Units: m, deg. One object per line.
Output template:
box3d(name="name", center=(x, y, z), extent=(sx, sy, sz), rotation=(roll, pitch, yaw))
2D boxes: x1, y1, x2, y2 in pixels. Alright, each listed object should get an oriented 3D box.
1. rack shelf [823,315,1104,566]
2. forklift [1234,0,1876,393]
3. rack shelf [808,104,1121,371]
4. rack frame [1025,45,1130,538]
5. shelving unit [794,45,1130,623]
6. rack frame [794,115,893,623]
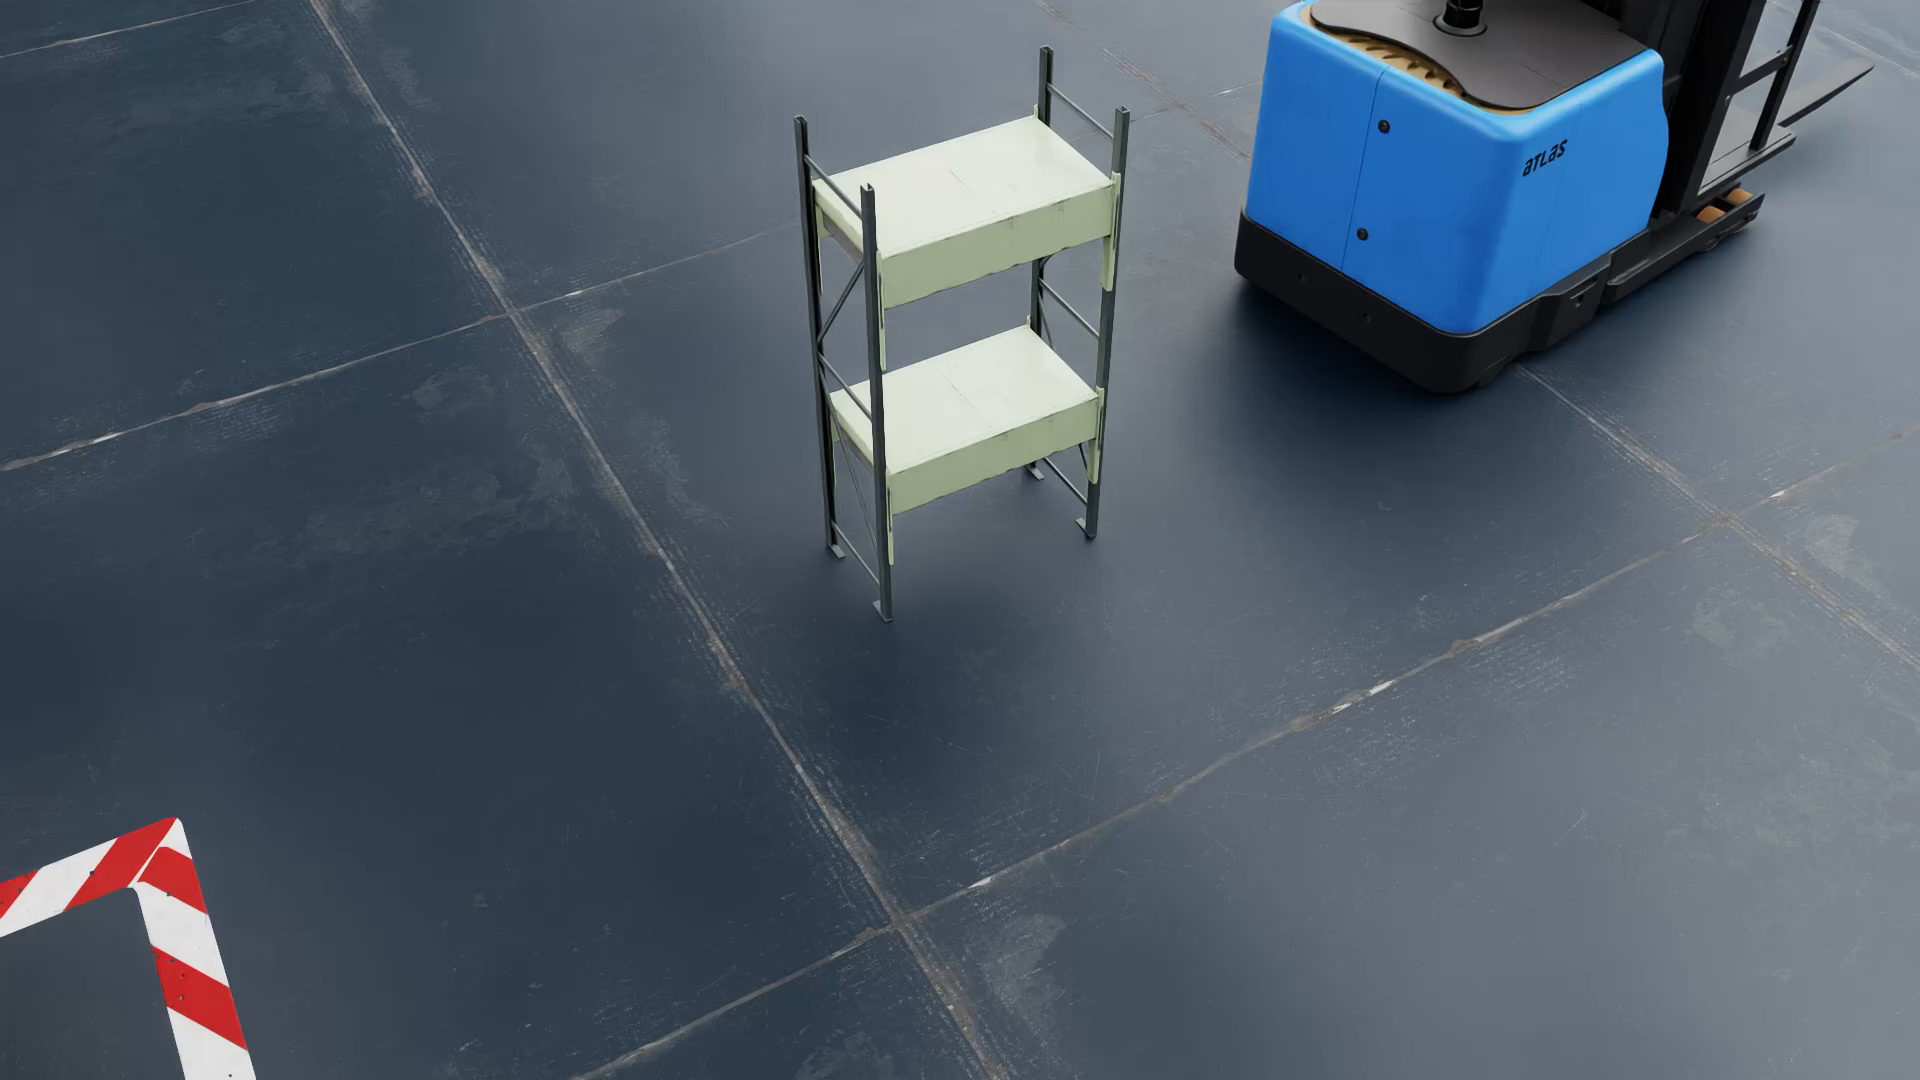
box3d(name="rack shelf", center=(0.006, -0.307, 4.957), extent=(0.720, 0.370, 0.431), rotation=(-22, 48, -21))
box3d(name="forklift", center=(2.480, -2.420, 5.639), extent=(3.031, 2.935, 1.130), rotation=(-30, 51, -27))
box3d(name="rack shelf", center=(0.006, -0.821, 4.458), extent=(0.720, 0.370, 0.431), rotation=(-22, 48, -21))
box3d(name="rack frame", center=(0.323, -0.668, 4.861), extent=(0.023, 1.500, 0.400), rotation=(-22, 48, -21))
box3d(name="shelving unit", center=(0.006, -0.541, 4.730), extent=(0.755, 1.500, 0.431), rotation=(-22, 48, -21))
box3d(name="rack frame", center=(-0.312, -0.414, 4.599), extent=(0.023, 1.500, 0.400), rotation=(-22, 48, -21))
